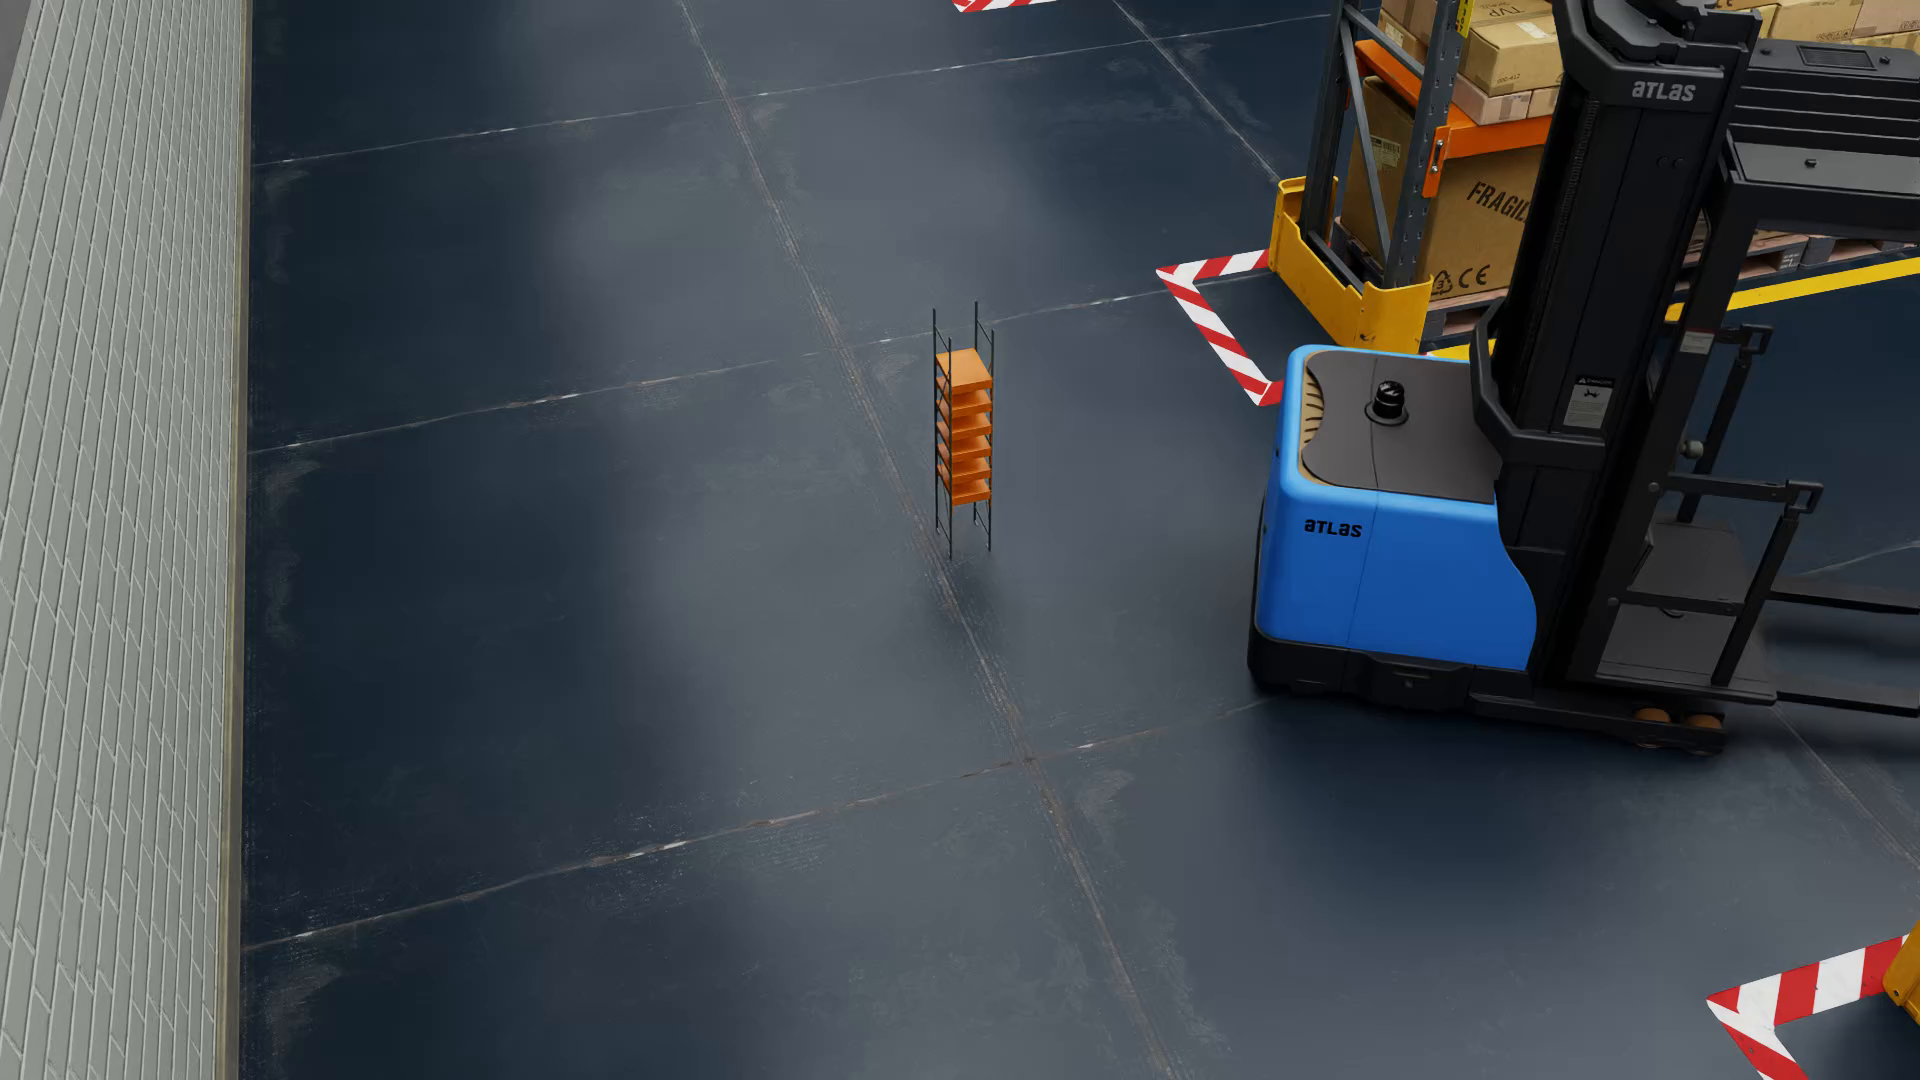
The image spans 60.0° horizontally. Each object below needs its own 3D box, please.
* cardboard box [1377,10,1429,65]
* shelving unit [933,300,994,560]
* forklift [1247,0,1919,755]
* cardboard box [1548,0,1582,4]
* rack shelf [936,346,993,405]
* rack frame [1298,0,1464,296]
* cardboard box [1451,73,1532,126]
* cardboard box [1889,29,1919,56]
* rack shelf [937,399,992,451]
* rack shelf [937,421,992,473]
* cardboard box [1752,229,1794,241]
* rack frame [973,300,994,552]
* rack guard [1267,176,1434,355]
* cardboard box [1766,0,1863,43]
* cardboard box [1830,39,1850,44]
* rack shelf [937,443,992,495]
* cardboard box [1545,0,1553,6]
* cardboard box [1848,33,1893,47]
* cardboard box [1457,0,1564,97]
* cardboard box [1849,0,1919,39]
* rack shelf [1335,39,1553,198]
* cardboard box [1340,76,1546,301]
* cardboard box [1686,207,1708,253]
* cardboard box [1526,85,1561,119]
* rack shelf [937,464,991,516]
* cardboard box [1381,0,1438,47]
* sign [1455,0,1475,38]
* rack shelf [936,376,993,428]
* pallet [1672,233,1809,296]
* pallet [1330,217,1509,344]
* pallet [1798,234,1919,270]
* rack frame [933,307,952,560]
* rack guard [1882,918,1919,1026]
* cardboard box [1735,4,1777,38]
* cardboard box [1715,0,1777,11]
[{"bbox_3d":[2.321,-2.565,8.446,0.250,0.149,0.380,-11,42,-12],"label":"cardboard box"},{"bbox_3d":[0.014,-0.455,7.208,0.189,1.200,0.258,-12,42,-13],"label":"shelving unit"},{"bbox_3d":[2.760,-0.629,6.092,3.031,2.935,1.130,7,42,8],"label":"forklift"},{"bbox_3d":[3.096,-2.745,7.779,0.500,0.500,0.500,-13,43,-14],"label":"cardboard box"},{"bbox_3d":[0.014,-0.692,7.000,0.180,0.103,0.258,-12,42,-13],"label":"rack shelf"},{"bbox_3d":[2.080,-2.382,8.047,0.127,3.000,1.000,-12,42,-13],"label":"rack frame"},{"bbox_3d":[2.518,-2.151,7.973,0.250,0.149,0.380,-11,42,-13],"label":"cardboard box"},{"bbox_3d":[4.721,-2.609,8.497,0.250,0.149,0.380,-11,42,-12],"label":"cardboard box"},{"bbox_3d":[0.014,-0.512,7.158,0.180,0.103,0.258,-12,42,-13],"label":"rack shelf"},{"bbox_3d":[0.014,-0.421,7.237,0.180,0.103,0.258,-12,42,-13],"label":"rack shelf"},{"bbox_3d":[4.383,-2.273,9.217,0.875,0.875,0.875,-12,42,-13],"label":"cardboard box"},{"bbox_3d":[0.101,-0.473,7.229,0.006,1.200,0.240,-12,42,-13],"label":"rack frame"},{"bbox_3d":[2.057,-1.436,8.864,0.348,0.500,1.175,-12,42,-13],"label":"rack guard"},{"bbox_3d":[4.089,-2.674,8.268,0.500,0.250,0.500,-12,43,-14],"label":"cardboard box"},{"bbox_3d":[4.234,-2.509,8.382,0.250,0.149,0.380,-11,42,-12],"label":"cardboard box"},{"bbox_3d":[0.014,-0.331,7.316,0.180,0.103,0.258,-12,42,-13],"label":"rack shelf"},{"bbox_3d":[3.113,-2.470,8.035,0.500,0.250,0.500,-12,43,-14],"label":"cardboard box"},{"bbox_3d":[4.477,-2.558,8.439,0.250,0.149,0.380,-12,43,-14],"label":"cardboard box"},{"bbox_3d":[2.619,-2.363,7.913,0.500,0.250,0.500,-13,43,-14],"label":"cardboard box"},{"bbox_3d":[4.573,-2.772,8.380,0.500,0.250,0.500,-11,42,-12],"label":"cardboard box"},{"bbox_3d":[3.988,-2.507,8.736,4.000,0.370,1.077,-12,42,-13],"label":"rack shelf"},{"bbox_3d":[2.666,-1.917,8.810,0.875,0.875,0.875,-12,42,-13],"label":"cardboard box"},{"bbox_3d":[3.534,-2.097,9.016,0.875,0.875,0.875,-12,42,-13],"label":"cardboard box"},{"bbox_3d":[2.762,-2.203,8.032,0.250,0.149,0.380,-12,43,-14],"label":"cardboard box"},{"bbox_3d":[0.014,-0.241,7.395,0.180,0.103,0.258,-12,42,-13],"label":"rack shelf"},{"bbox_3d":[2.462,-2.700,8.298,0.500,0.250,0.500,-12,43,-14],"label":"cardboard box"},{"bbox_3d":[2.241,-2.389,7.336,0.005,0.325,0.100,-12,42,-13],"label":"sign"},{"bbox_3d":[0.014,-0.602,7.079,0.180,0.103,0.258,-12,42,-13],"label":"rack shelf"},{"bbox_3d":[3.981,-1.778,9.474,1.213,0.211,1.003,-12,42,-13],"label":"pallet"},{"bbox_3d":[2.819,-1.539,9.201,1.213,0.211,1.003,-12,42,-13],"label":"pallet"},{"bbox_3d":[5.146,-2.022,9.753,1.213,0.211,1.003,-12,42,-13],"label":"pallet"},{"bbox_3d":[-0.073,-0.437,7.187,0.006,1.200,0.240,-12,42,-13],"label":"rack frame"},{"bbox_3d":[3.549,1.680,5.297,0.348,0.500,1.175,-12,42,-13],"label":"rack guard"},{"bbox_3d":[3.593,-2.567,8.146,0.500,0.250,0.500,-13,43,-14],"label":"cardboard box"},{"bbox_3d":[3.588,-2.851,7.901,0.500,0.500,0.500,-13,43,-14],"label":"cardboard box"}]
